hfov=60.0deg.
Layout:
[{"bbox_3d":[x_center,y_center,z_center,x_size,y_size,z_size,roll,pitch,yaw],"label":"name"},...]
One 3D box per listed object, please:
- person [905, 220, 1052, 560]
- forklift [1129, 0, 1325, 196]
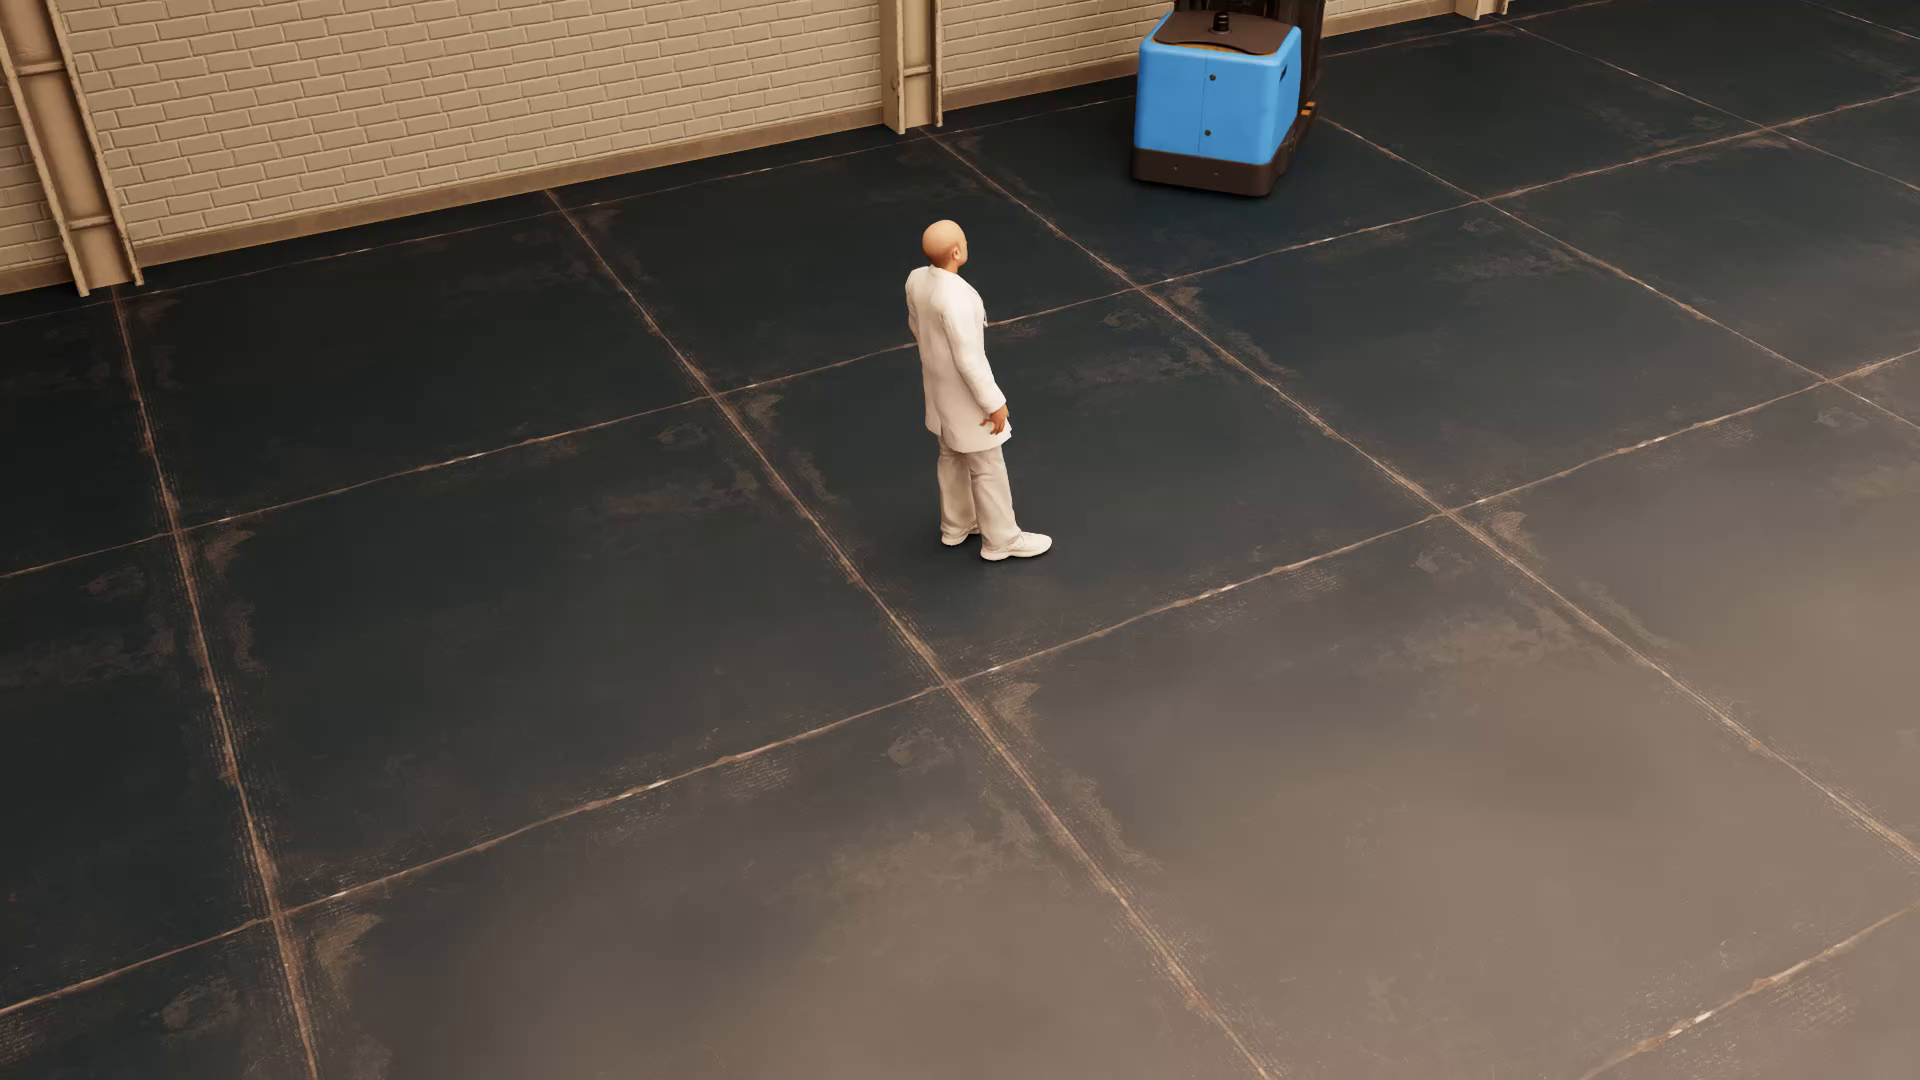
[{"bbox_3d":[0.083,-0.755,8.177,0.578,1.777,0.698,-17,39,-23],"label":"person"},{"bbox_3d":[2.255,-4.537,12.542,1.130,2.935,3.031,12,37,17],"label":"forklift"}]
